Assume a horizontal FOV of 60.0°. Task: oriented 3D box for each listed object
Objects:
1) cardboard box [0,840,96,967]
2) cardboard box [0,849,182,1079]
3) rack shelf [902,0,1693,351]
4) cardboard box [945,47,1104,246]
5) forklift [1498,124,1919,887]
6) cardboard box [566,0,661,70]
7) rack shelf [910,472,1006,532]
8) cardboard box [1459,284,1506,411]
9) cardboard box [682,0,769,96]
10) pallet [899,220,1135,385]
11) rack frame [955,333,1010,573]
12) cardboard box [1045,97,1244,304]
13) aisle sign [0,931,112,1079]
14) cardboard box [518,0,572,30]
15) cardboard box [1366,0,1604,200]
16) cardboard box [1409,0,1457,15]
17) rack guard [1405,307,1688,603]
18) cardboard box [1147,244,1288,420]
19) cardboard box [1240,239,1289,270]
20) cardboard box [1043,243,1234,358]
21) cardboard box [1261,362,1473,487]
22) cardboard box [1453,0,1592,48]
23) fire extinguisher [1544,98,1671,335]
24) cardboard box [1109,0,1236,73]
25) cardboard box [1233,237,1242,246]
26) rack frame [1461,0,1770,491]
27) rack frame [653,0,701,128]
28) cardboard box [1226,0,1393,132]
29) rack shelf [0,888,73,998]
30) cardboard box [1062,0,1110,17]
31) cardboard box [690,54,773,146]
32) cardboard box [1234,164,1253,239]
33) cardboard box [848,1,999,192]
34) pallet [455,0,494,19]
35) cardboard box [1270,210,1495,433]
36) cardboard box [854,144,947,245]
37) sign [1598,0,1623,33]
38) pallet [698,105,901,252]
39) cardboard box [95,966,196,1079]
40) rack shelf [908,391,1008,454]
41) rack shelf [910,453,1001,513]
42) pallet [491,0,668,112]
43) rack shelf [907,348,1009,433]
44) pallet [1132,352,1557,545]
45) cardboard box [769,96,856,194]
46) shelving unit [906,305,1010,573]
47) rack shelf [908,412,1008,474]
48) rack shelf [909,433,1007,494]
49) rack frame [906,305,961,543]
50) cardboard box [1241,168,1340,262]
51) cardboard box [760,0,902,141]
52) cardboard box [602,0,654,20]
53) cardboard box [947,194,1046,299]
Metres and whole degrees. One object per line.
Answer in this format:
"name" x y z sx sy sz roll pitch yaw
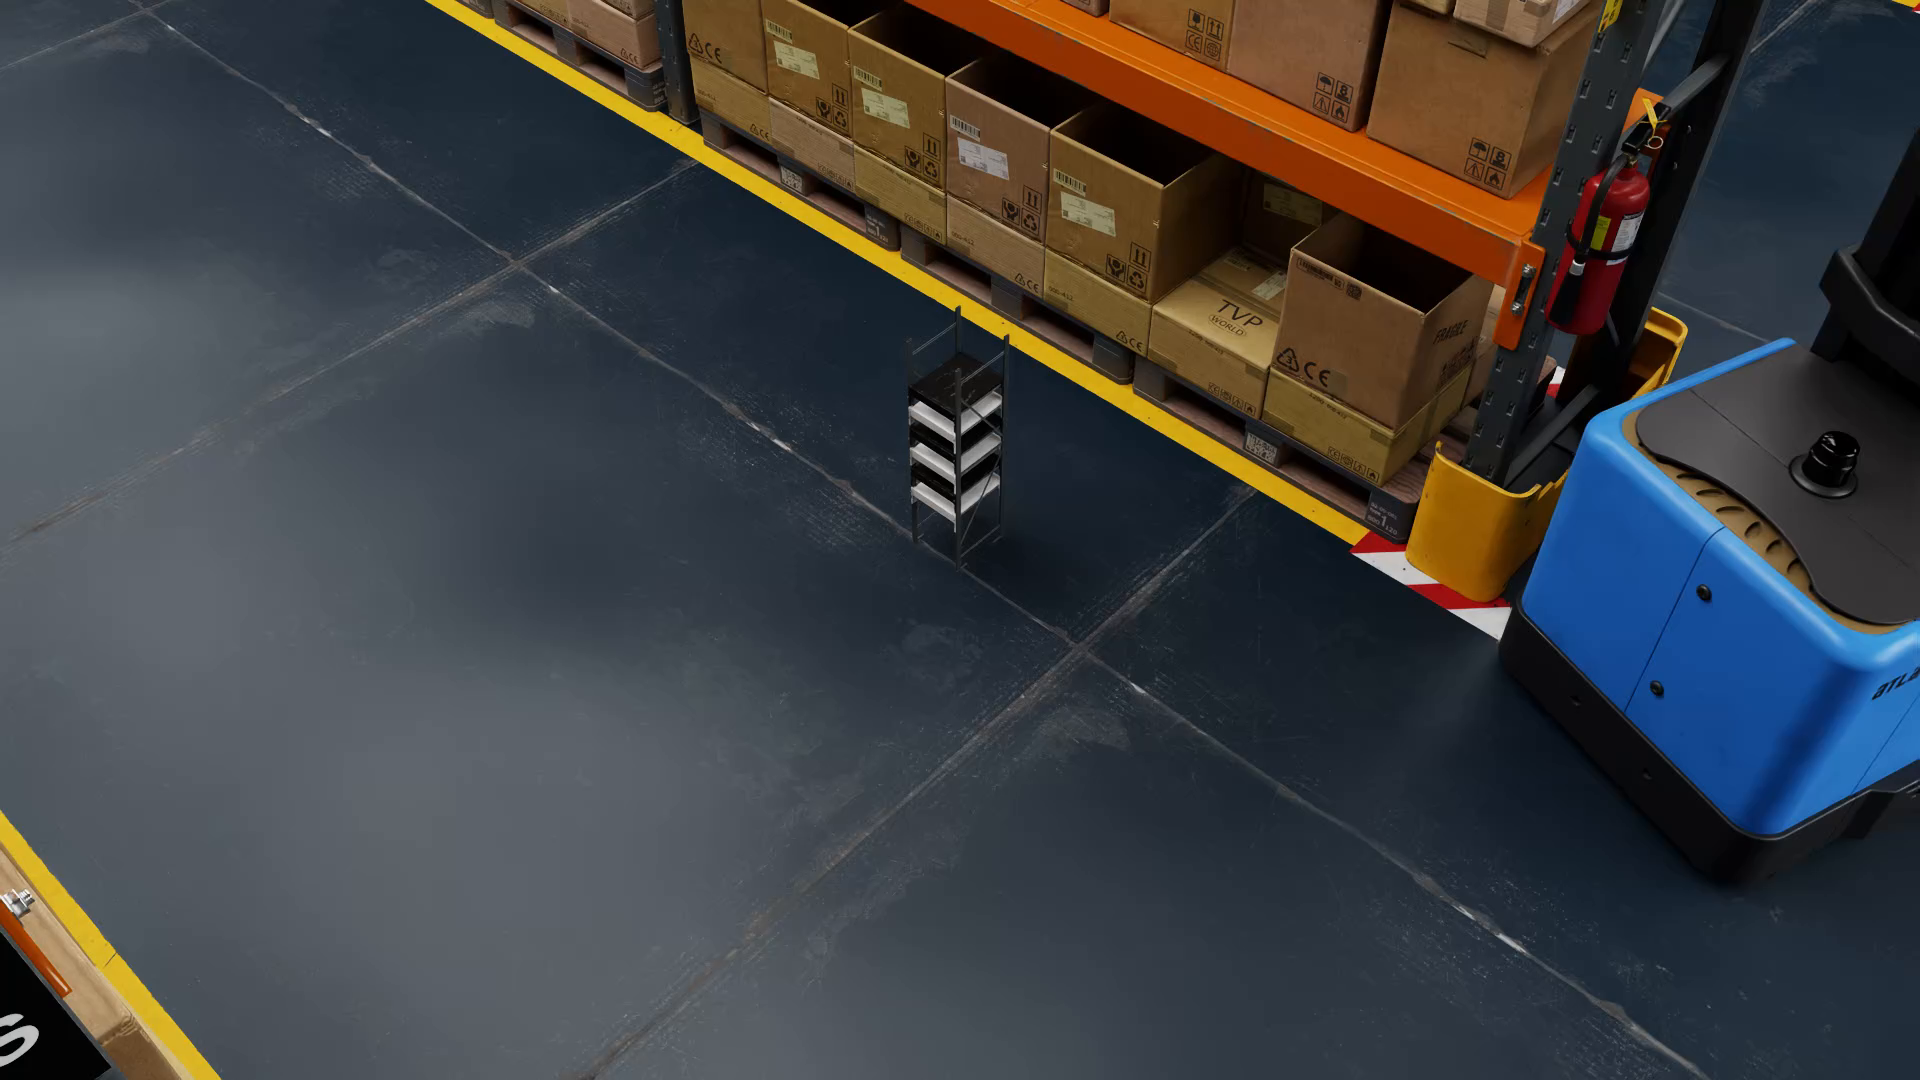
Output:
"cardboard box" -1.857 0.589 2.714 0.500 0.500 0.500 34 55 28
"cardboard box" -1.501 0.839 2.479 0.500 0.500 0.500 34 55 28
"rack shelf" 0.533 -1.950 6.017 4.000 0.370 1.077 34 55 28
"cardboard box" 0.296 -1.507 6.191 0.500 0.500 0.500 34 55 28
"forklift" 3.267 -0.790 4.482 3.031 2.935 1.130 -21 50 -18
"cardboard box" -1.438 -2.437 7.579 0.500 0.250 0.500 33 55 27
"rack shelf" -0.006 -0.166 5.581 0.200 0.077 0.258 34 55 28
"cardboard box" 1.760 -0.794 6.036 0.500 0.250 0.500 34 55 28
"cardboard box" -0.808 -2.247 6.886 0.500 0.500 0.500 34 55 28
"pallet" 0.520 -1.212 6.743 1.213 0.211 1.003 34 55 28
"rack frame" 0.069 -0.262 5.379 0.006 0.900 0.240 34 55 28
"cardboard box" 0.662 -1.259 5.958 0.500 0.500 0.500 34 55 28
"aisle sign" -1.098 0.433 1.502 0.004 0.787 0.394 34 55 28
"cardboard box" -1.808 -2.688 7.815 0.500 0.250 0.500 33 55 27
"cardboard box" 1.669 -1.479 5.013 0.500 0.500 0.700 34 55 28
"cardboard box" 1.400 -1.679 4.755 0.250 0.149 0.380 35 56 28
"rack guard" 2.021 -0.340 5.726 0.348 0.500 1.175 34 55 28
"cardboard box" 1.033 -0.757 6.002 0.500 0.250 0.500 34 55 28
"cardboard box" 1.390 -1.039 6.266 0.500 0.250 0.500 34 55 28
"cardboard box" 0.664 -1.004 6.233 0.500 0.250 0.500 34 55 28
"cardboard box" 1.409 -0.517 5.776 0.500 0.250 0.500 34 55 28
"cardboard box" 1.593 -1.550 4.634 0.250 0.149 0.380 33 55 27
"fire extinguisher" 1.775 -0.873 4.566 0.183 0.674 0.296 34 55 28
"cardboard box" 0.919 -1.985 5.487 0.500 0.500 0.700 34 56 28
"cardboard box" 1.023 -1.287 6.499 0.500 0.250 0.500 34 55 28
"rack frame" 2.003 -1.207 4.826 0.127 3.000 1.000 34 55 28
"rack frame" -0.936 -3.185 6.683 0.127 3.000 1.000 34 55 28
"cardboard box" 1.280 -1.736 5.254 0.500 0.500 0.700 35 56 29
"rack shelf" -2.824 -0.321 2.430 4.000 0.370 1.077 34 55 28
"cardboard box" 0.529 -2.243 5.730 0.500 0.500 0.700 36 56 29
"cardboard box" -0.801 -1.996 7.164 0.500 0.250 0.500 34 55 28
"cardboard box" 1.015 -1.537 6.219 0.500 0.500 0.500 34 55 28
"cardboard box" -0.073 -1.753 6.422 0.500 0.500 0.500 34 55 28
"pallet" -2.405 -3.177 8.588 1.213 0.211 1.003 34 55 28
"cardboard box" 1.407 -0.772 5.501 0.500 0.500 0.500 34 55 28
"cardboard box" -0.073 -1.496 6.695 0.500 0.250 0.500 34 55 28
"sign" 1.625 -1.401 4.051 0.005 0.325 0.100 34 55 28
"pallet" -0.380 -1.815 7.309 1.213 0.211 1.003 34 55 28
"cardboard box" -1.497 1.082 2.766 0.500 0.250 0.500 32 55 27
"rack shelf" -0.006 -0.412 5.319 0.200 0.077 0.258 34 55 28
"rack shelf" -0.006 -0.228 5.516 0.200 0.077 0.258 34 55 28
"pallet" -1.504 -2.574 8.022 1.213 0.211 1.003 34 55 28
"rack shelf" -0.006 -0.474 5.253 0.200 0.077 0.258 34 55 28
"pallet" 1.413 -0.608 6.176 1.213 0.211 1.003 34 55 28
"cardboard box" -0.437 -1.746 6.930 0.500 0.250 0.500 34 55 28
"shelving unit" -0.006 -0.312 5.426 0.210 0.900 0.258 34 55 28
"rack shelf" -0.006 -0.351 5.384 0.200 0.077 0.258 34 55 28
"rack shelf" -0.006 -0.289 5.450 0.200 0.077 0.258 34 55 28
"rack frame" -0.081 -0.362 5.473 0.006 0.900 0.240 34 55 28
"cardboard box" 1.391 -1.297 5.994 0.500 0.500 0.500 34 55 28
"cardboard box" -0.435 -2.004 6.658 0.500 0.500 0.500 34 55 28
"cardboard box" -1.428 -2.626 7.372 0.500 0.311 0.500 34 55 28
"cardboard box" 0.298 -1.252 6.466 0.500 0.250 0.500 34 55 28
